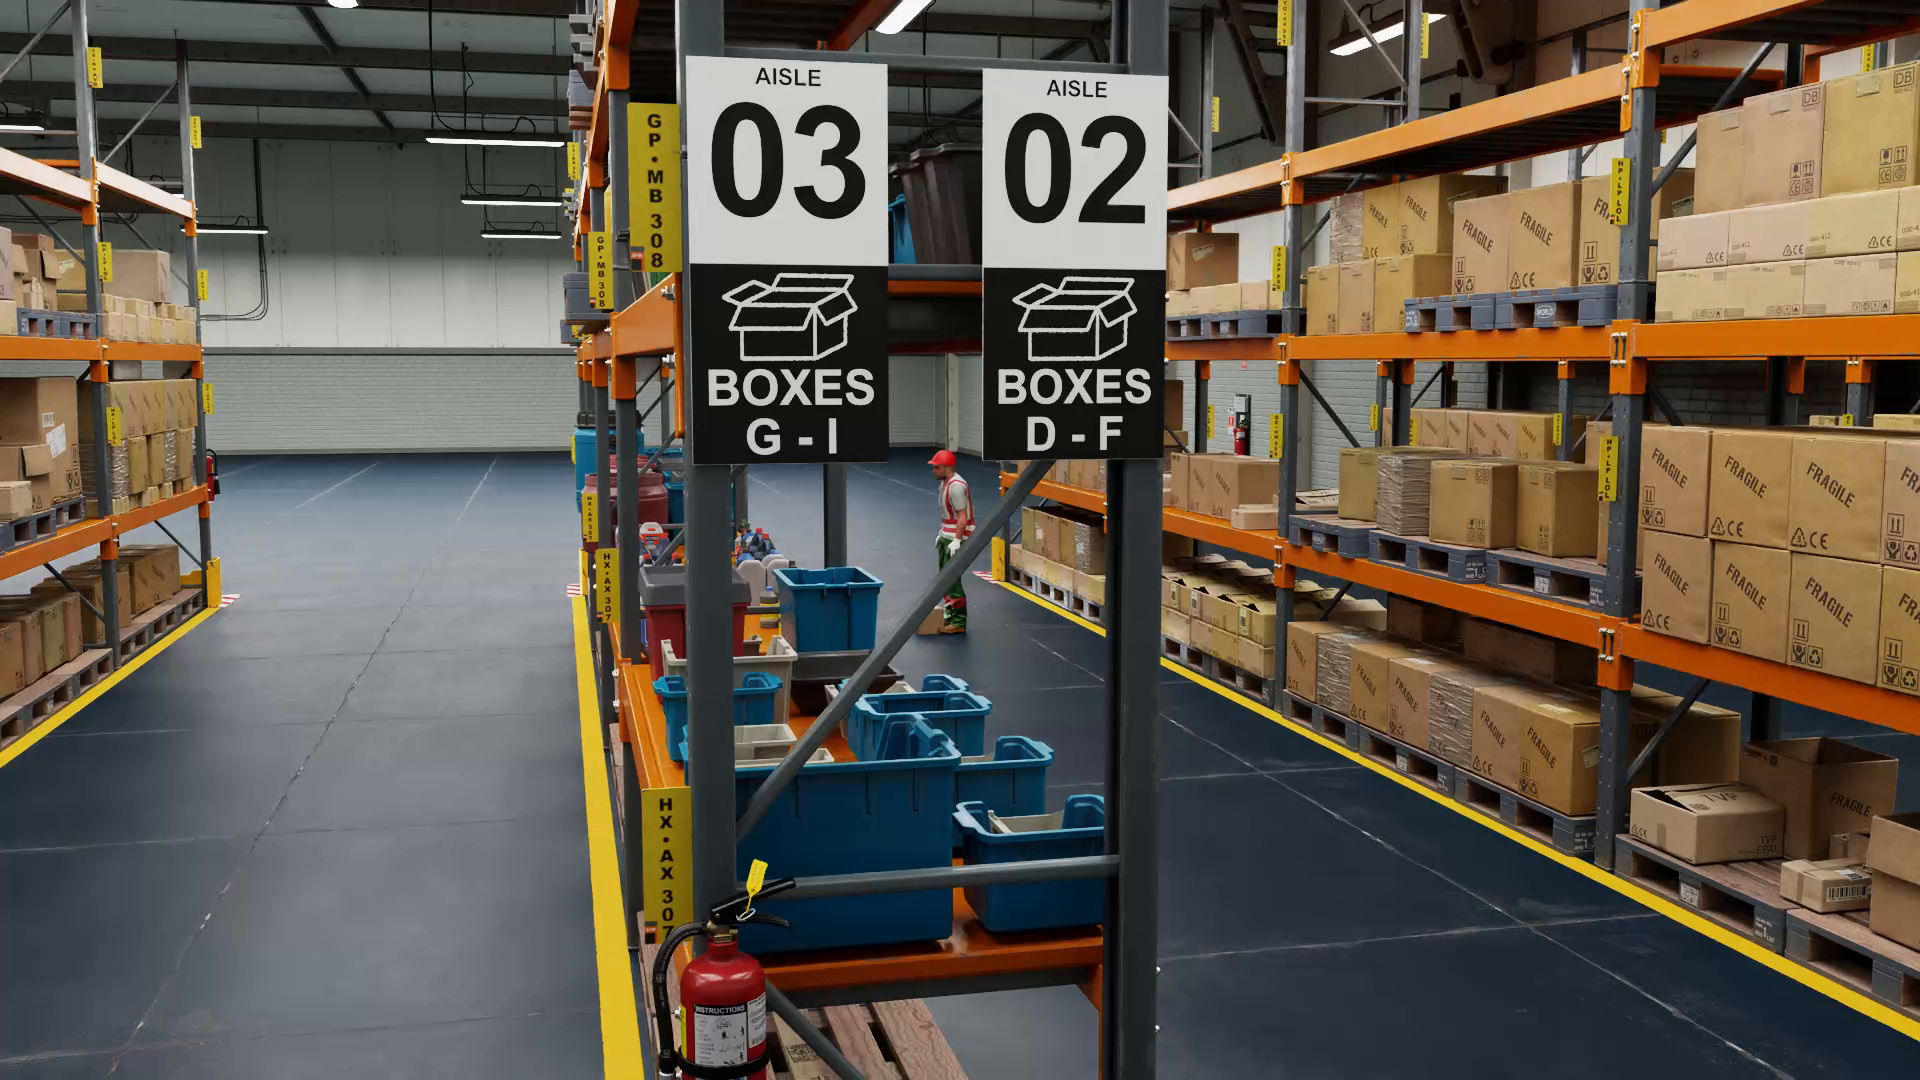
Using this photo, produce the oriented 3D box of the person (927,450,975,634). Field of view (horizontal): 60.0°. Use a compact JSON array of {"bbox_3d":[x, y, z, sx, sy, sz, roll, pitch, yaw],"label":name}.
[{"bbox_3d":[-0.098,0.012,16.206,0.456,1.778,0.614,-2,6,-14],"label":"person"}]
